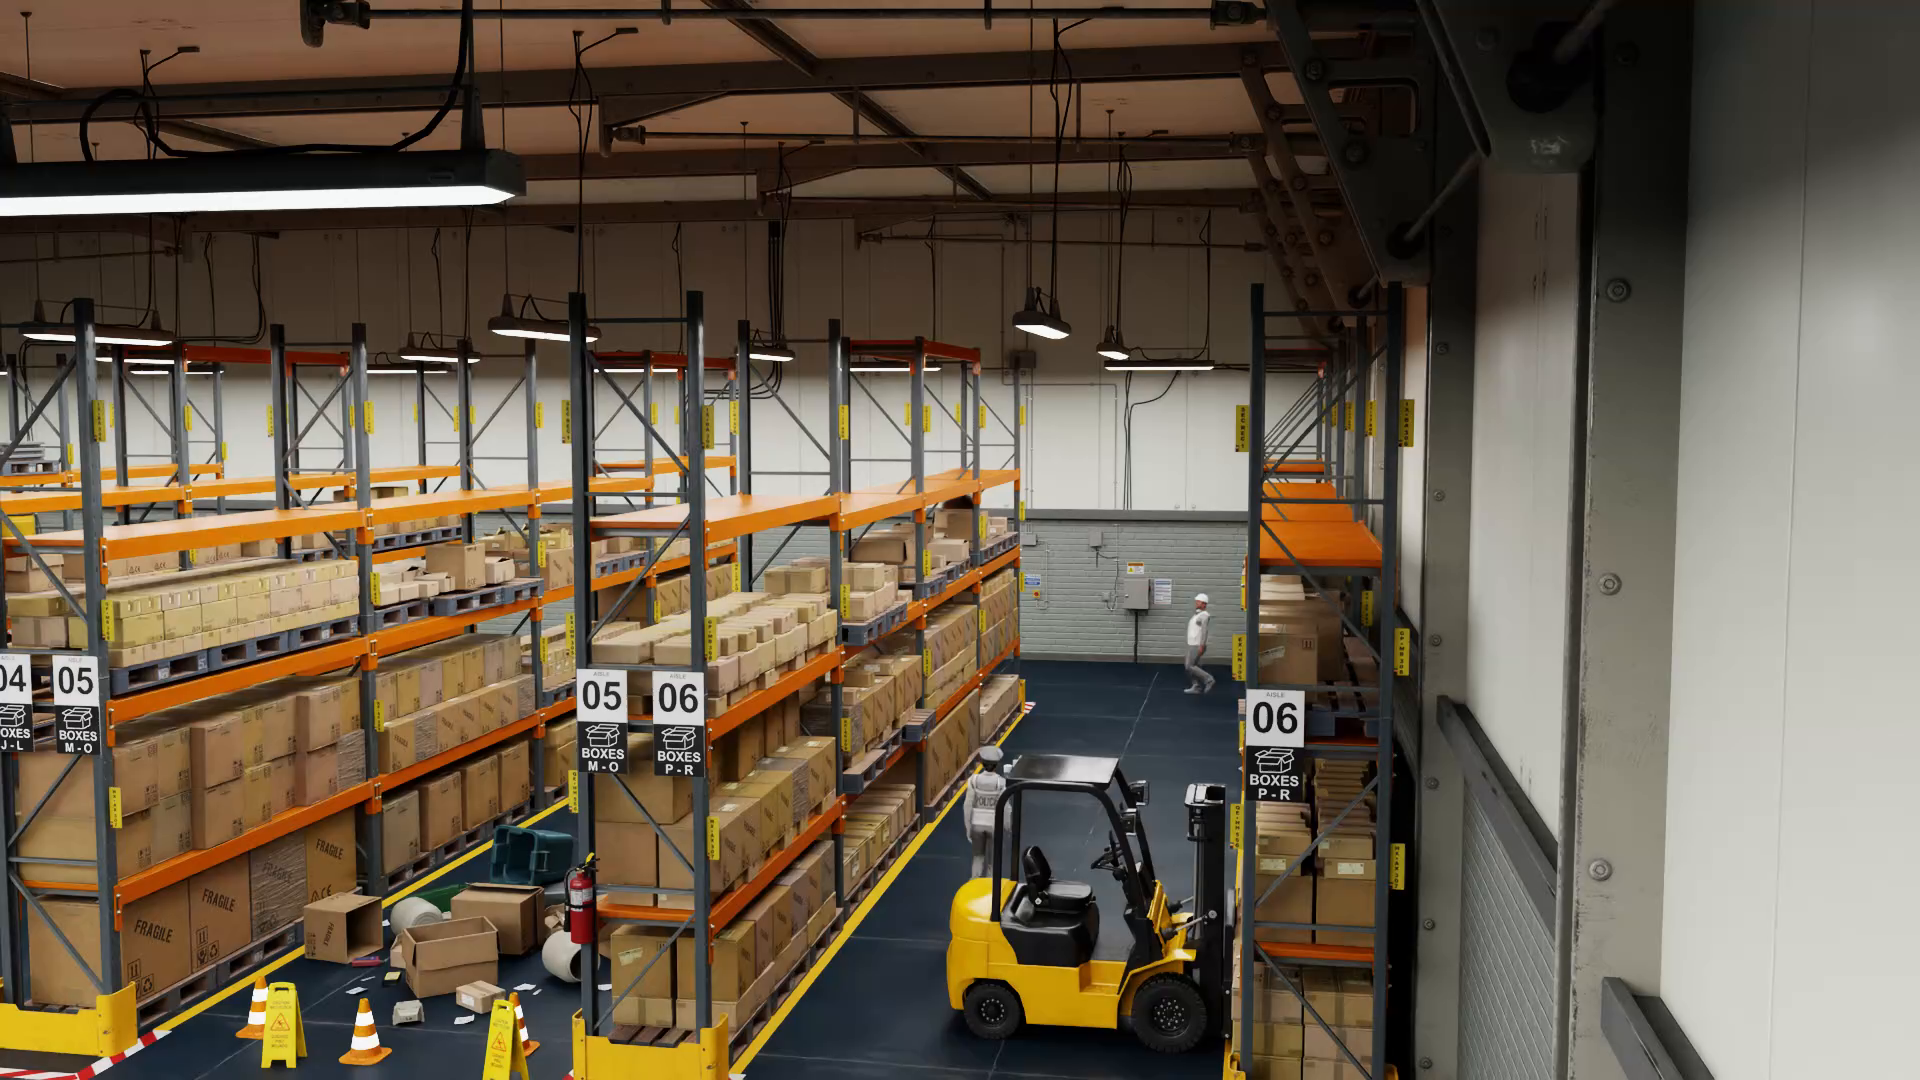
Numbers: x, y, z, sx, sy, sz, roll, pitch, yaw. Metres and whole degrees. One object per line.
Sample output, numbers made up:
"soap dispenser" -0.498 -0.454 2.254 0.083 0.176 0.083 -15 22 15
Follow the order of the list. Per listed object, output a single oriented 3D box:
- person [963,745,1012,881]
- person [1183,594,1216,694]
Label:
"person" 0.288 2.938 16.990 0.480 1.680 0.458 1 5 18
"person" 4.164 1.809 28.869 0.545 1.752 0.529 1 5 7
